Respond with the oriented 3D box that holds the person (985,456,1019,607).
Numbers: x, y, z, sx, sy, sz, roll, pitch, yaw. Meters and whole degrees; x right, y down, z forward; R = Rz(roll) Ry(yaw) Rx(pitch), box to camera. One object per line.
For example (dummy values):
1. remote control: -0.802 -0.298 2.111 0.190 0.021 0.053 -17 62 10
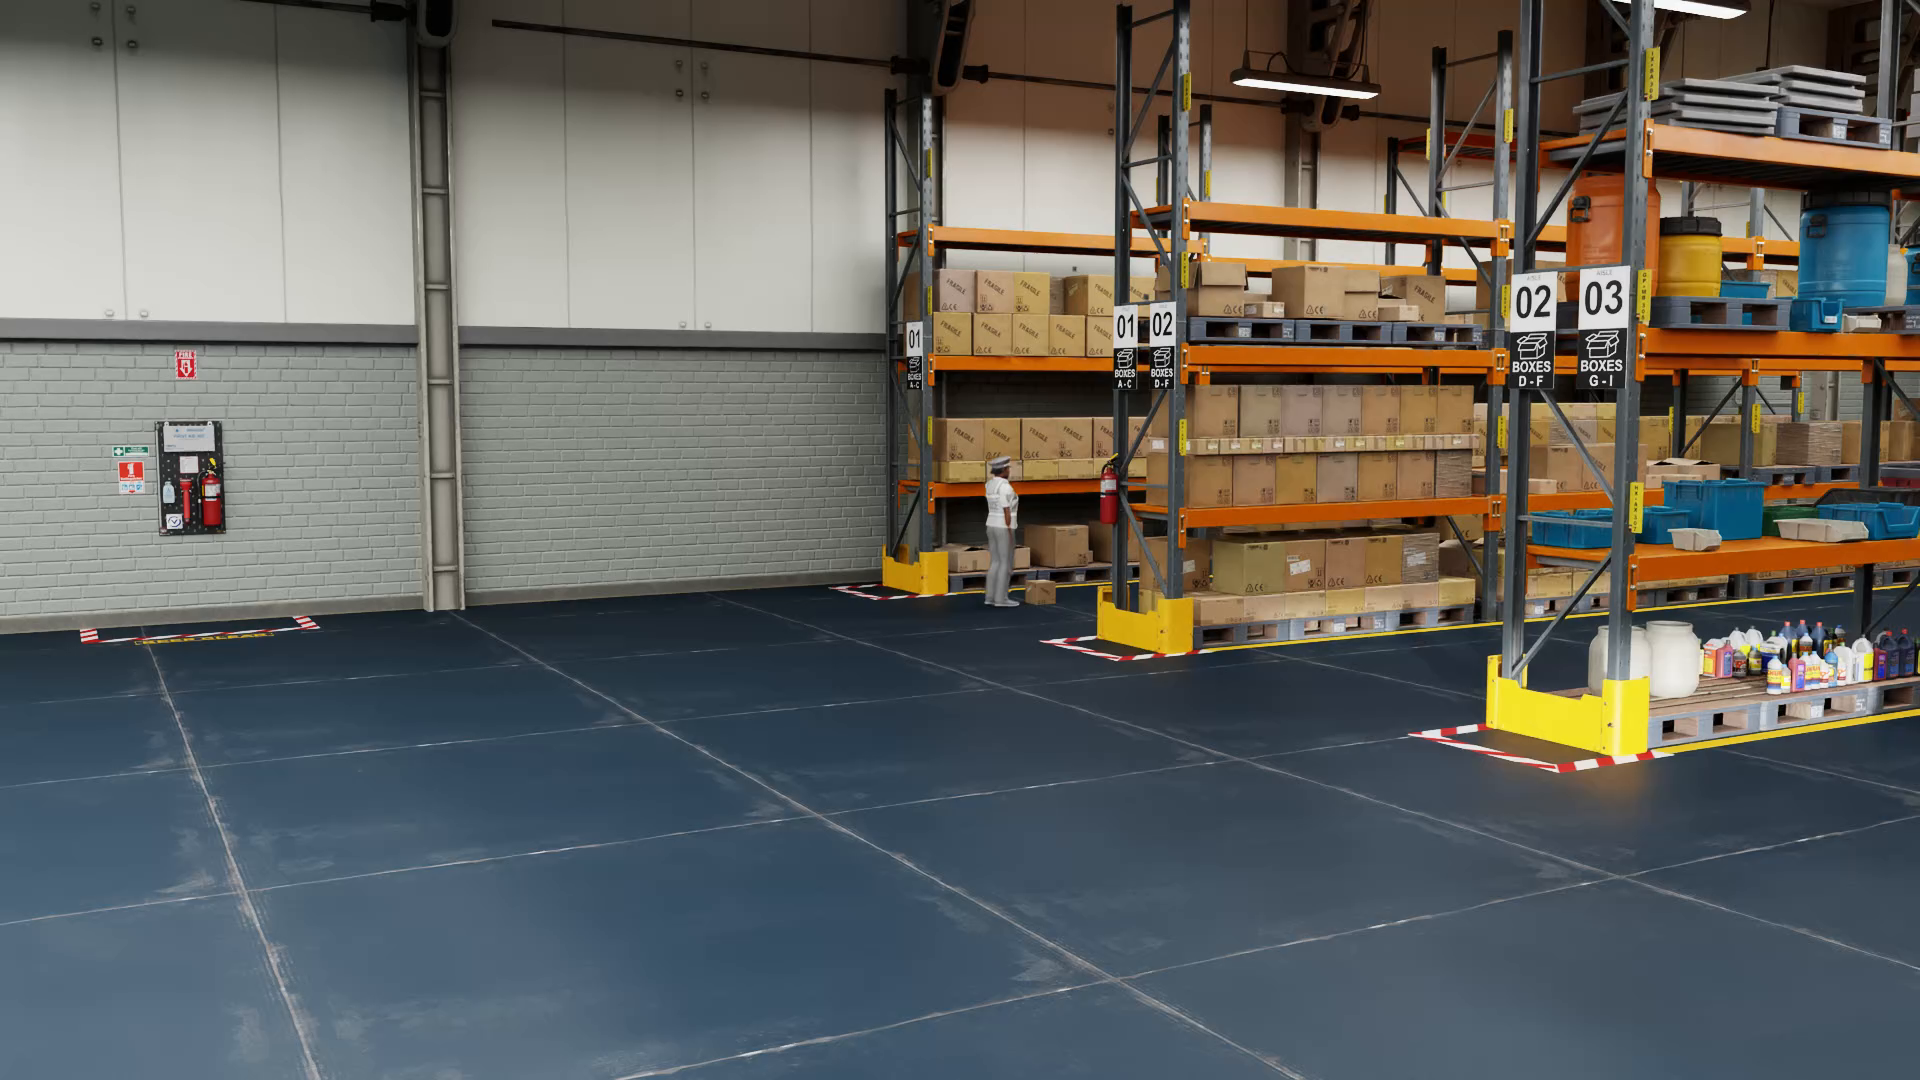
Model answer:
1. person: 0.468 -0.099 18.525 0.339 1.680 0.435 -3 6 -27
